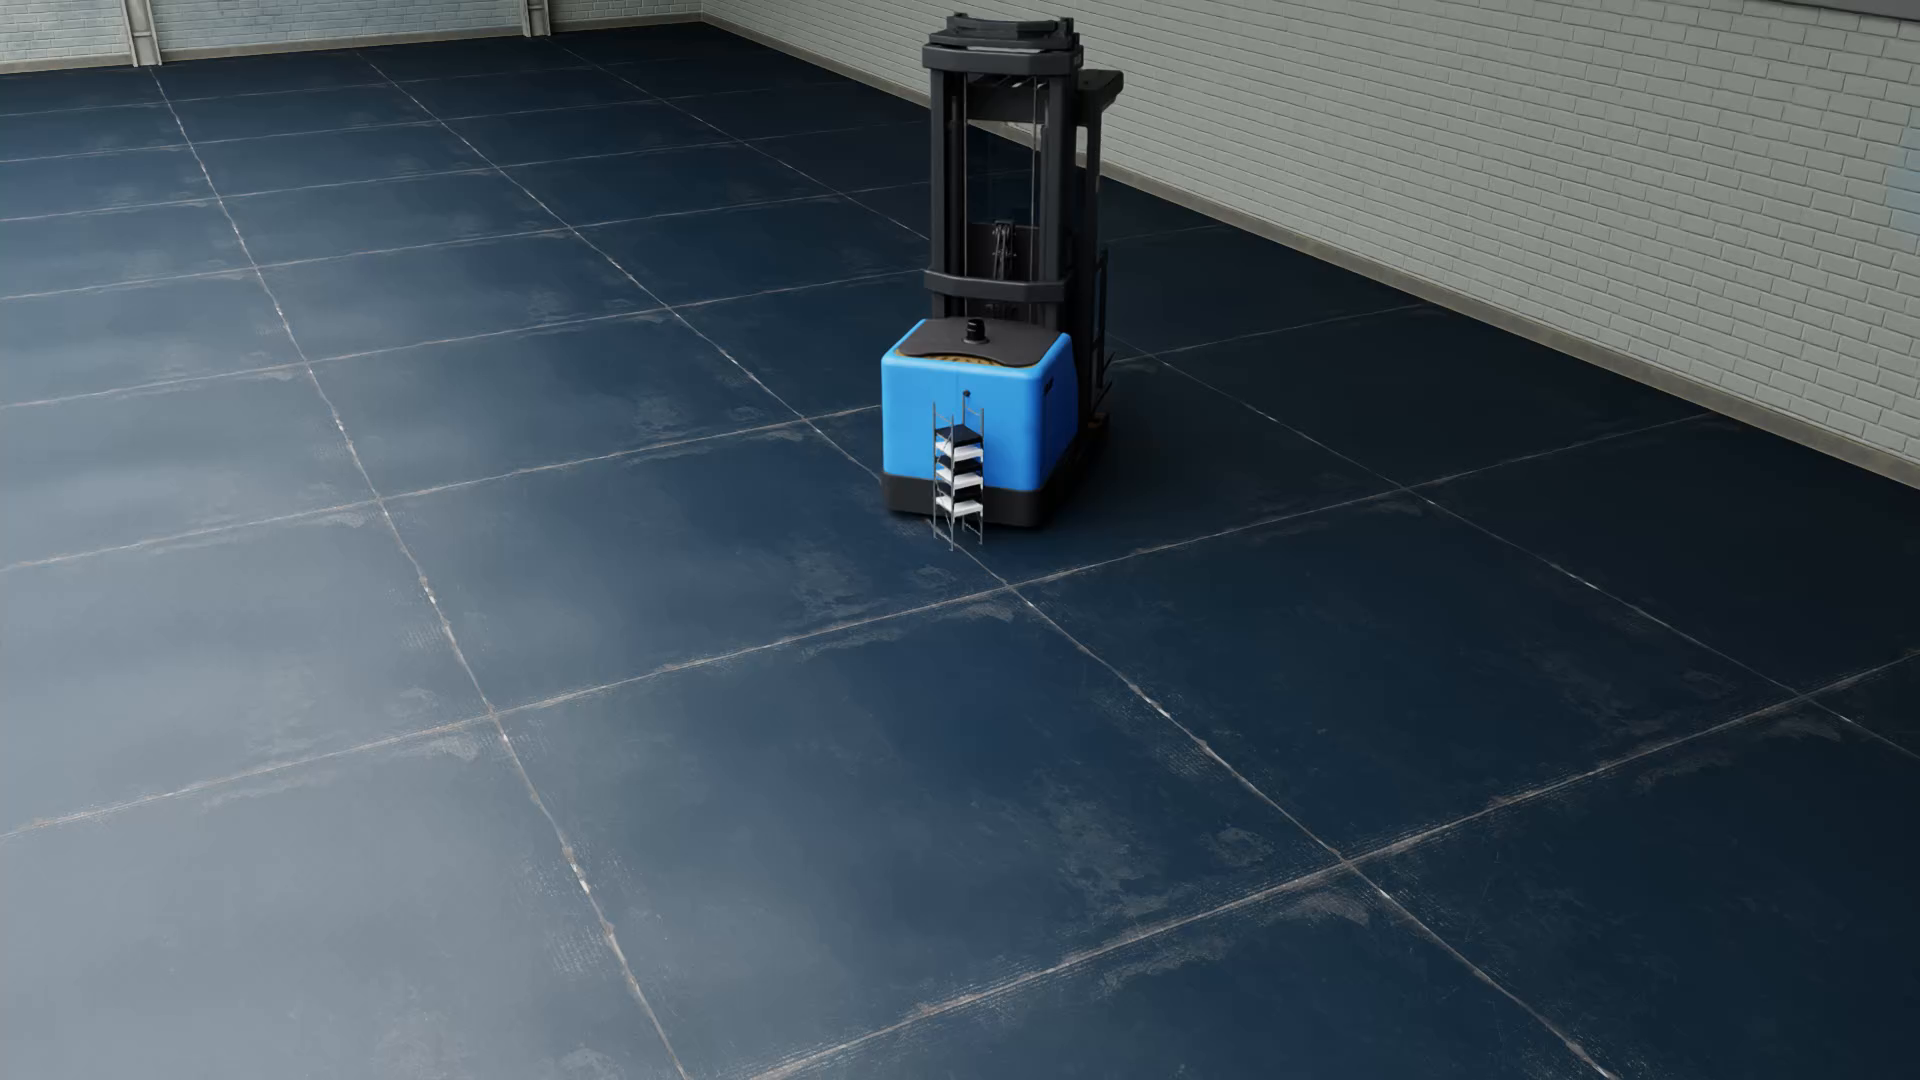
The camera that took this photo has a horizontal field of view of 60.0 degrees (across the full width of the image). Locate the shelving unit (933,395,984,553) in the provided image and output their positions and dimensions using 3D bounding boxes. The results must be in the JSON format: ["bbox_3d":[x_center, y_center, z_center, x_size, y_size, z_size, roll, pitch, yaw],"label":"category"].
[{"bbox_3d":[-0.012,-0.395,10.032,0.210,0.900,0.258,-14,29,-27],"label":"shelving unit"}]

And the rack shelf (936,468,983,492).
[{"bbox_3d":[-0.012,-0.364,10.046,0.200,0.077,0.258,-14,29,-27],"label":"rack shelf"}]

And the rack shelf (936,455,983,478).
[{"bbox_3d":[-0.012,-0.446,10.007,0.200,0.077,0.258,-14,29,-27],"label":"rack shelf"}]

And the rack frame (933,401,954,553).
[{"bbox_3d":[-0.100,-0.372,9.986,0.006,0.900,0.240,-14,29,-27],"label":"rack frame"}]

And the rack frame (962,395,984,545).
[{"bbox_3d":[0.076,-0.417,10.078,0.006,0.900,0.240,-14,29,-27],"label":"rack frame"}]

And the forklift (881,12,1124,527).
[{"bbox_3d":[0.426,-2.018,11.066,1.130,2.935,3.031,8,27,15],"label":"forklift"}]

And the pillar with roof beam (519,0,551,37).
[{"bbox_3d":[-5.075,-10.893,22.542,0.400,9.000,9.100,-13,29,-25],"label":"pillar with roof beam"}]

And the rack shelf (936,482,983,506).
[{"bbox_3d":[-0.012,-0.283,10.085,0.200,0.077,0.258,-14,29,-27],"label":"rack shelf"}]

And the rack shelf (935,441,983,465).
[{"bbox_3d":[-0.012,-0.527,9.968,0.200,0.077,0.258,-14,29,-27],"label":"rack shelf"}]

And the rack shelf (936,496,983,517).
[{"bbox_3d":[-0.012,-0.202,10.124,0.200,0.077,0.258,-14,29,-27],"label":"rack shelf"}]

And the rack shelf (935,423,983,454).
[{"bbox_3d":[-0.012,-0.608,9.929,0.200,0.077,0.258,-14,29,-27],"label":"rack shelf"}]

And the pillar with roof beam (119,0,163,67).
[{"bbox_3d":[-10.369,-9.671,19.997,0.400,9.000,9.100,-13,29,-25],"label":"pillar with roof beam"}]
